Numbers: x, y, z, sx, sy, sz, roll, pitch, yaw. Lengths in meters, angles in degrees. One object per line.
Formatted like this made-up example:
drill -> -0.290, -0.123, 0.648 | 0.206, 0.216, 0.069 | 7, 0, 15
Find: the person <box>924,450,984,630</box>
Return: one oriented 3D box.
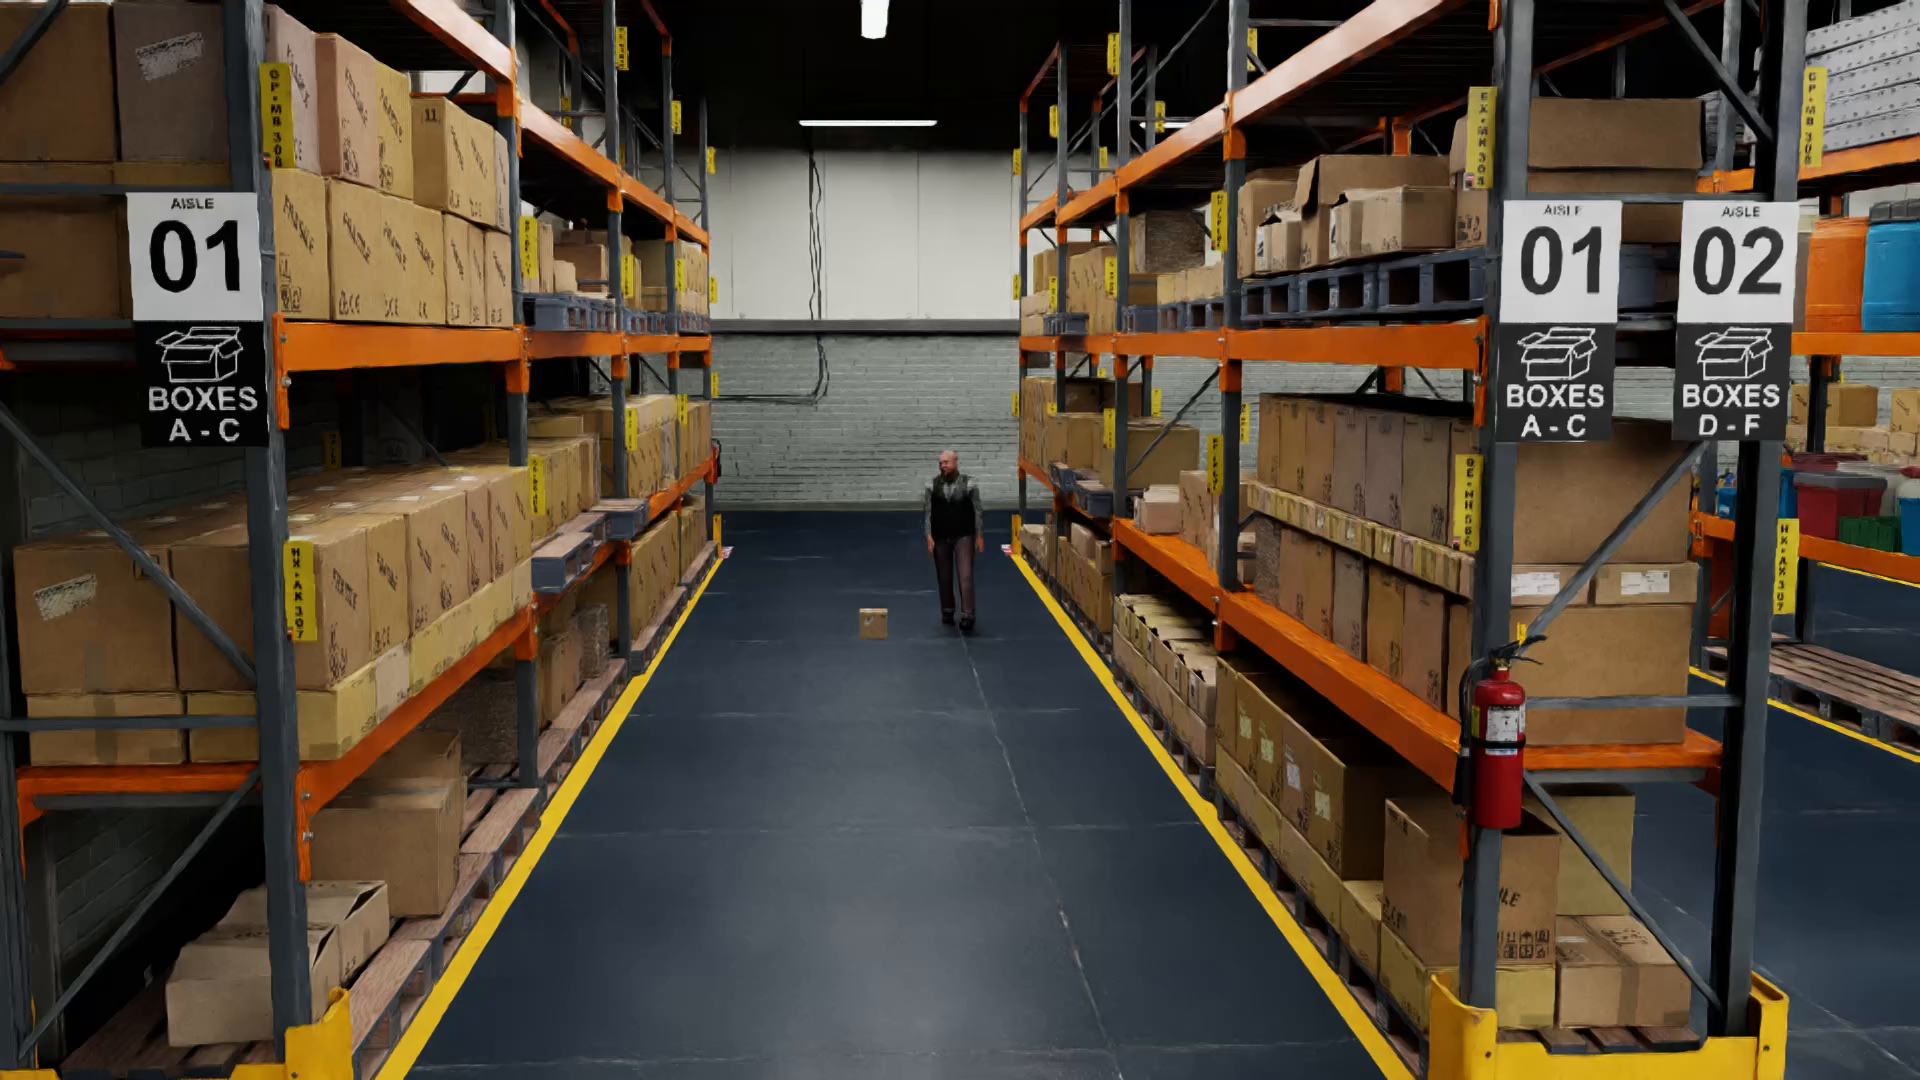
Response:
person -> -0.073, -0.007, 15.879 | 0.568, 1.704, 0.784 | 1, 7, 12
